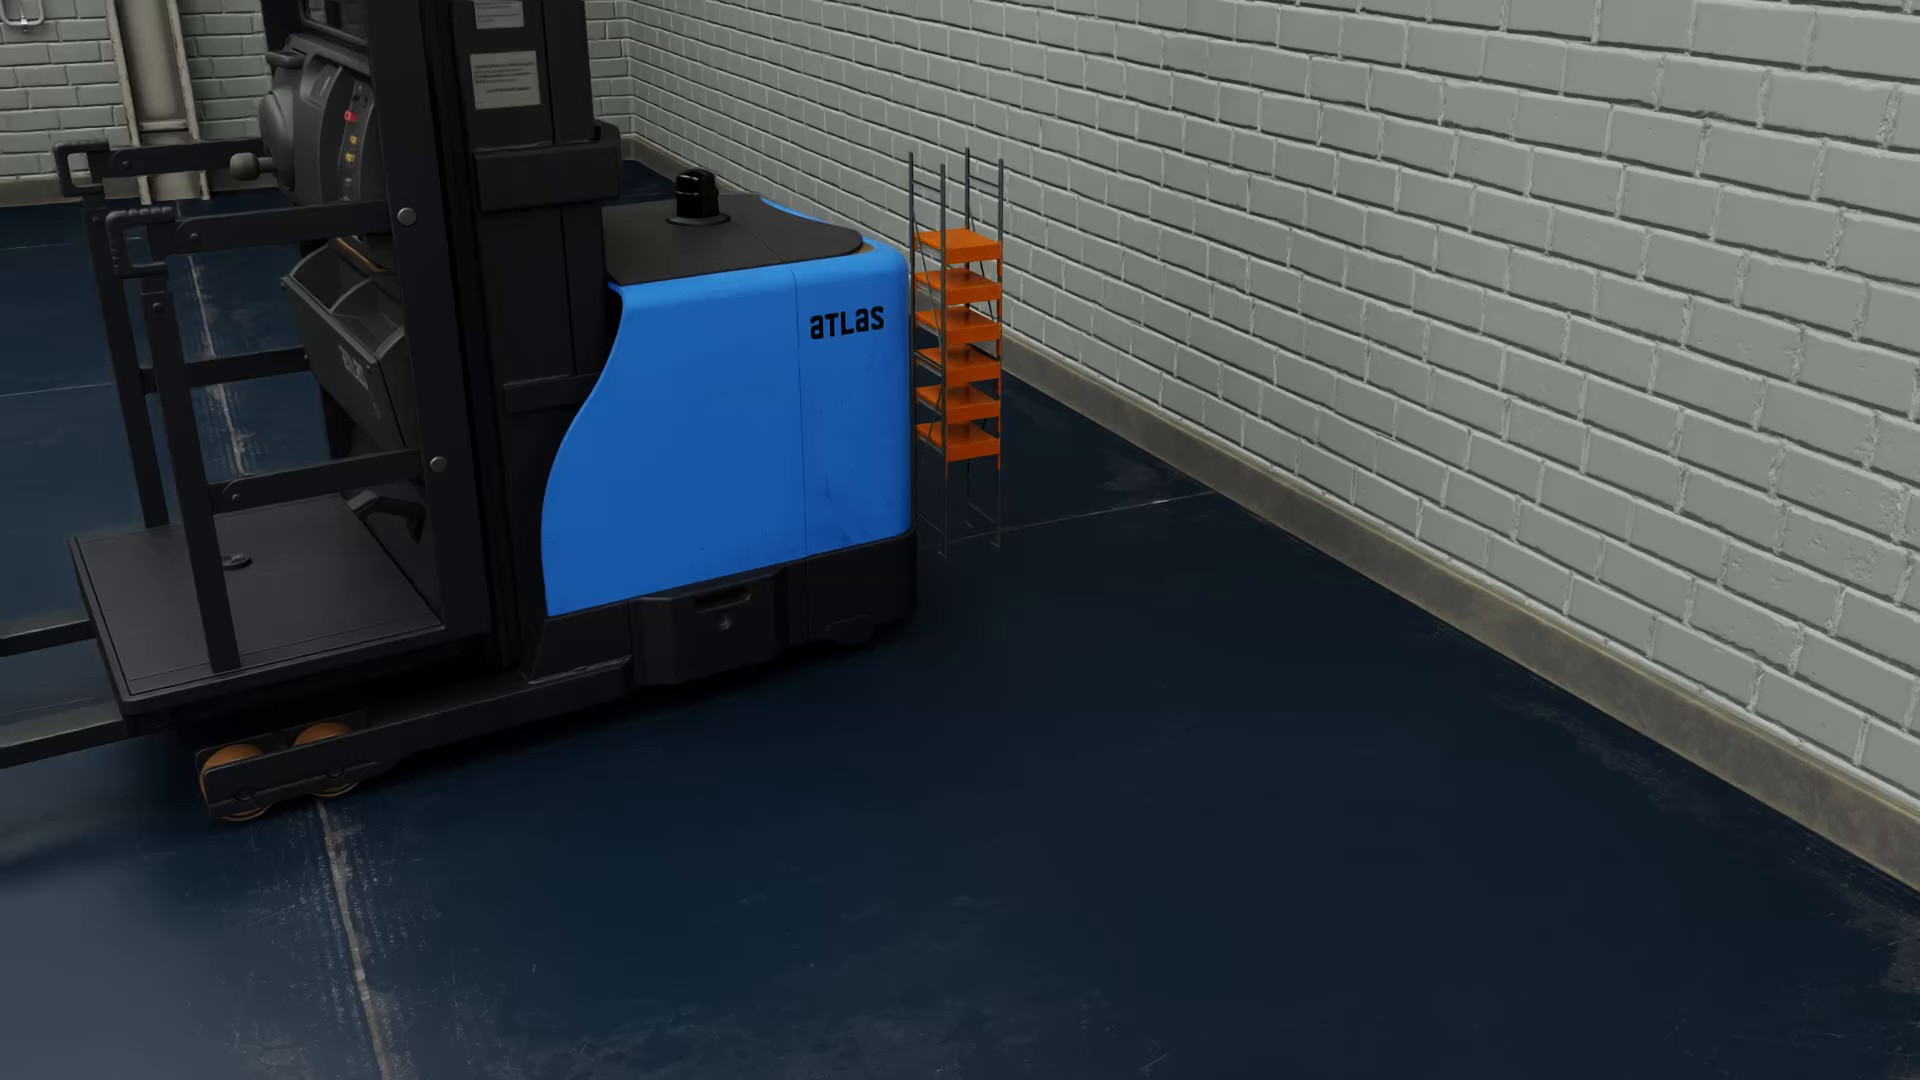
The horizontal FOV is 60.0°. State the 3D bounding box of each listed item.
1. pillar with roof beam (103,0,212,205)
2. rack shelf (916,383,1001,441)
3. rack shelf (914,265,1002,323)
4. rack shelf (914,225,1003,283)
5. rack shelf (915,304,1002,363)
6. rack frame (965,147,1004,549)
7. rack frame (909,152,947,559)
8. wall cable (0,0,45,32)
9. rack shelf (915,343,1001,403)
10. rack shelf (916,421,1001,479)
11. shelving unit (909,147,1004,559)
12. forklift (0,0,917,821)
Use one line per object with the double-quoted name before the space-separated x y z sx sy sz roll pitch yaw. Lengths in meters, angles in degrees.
"pillar with roof beam" -3.056 -4.823 5.135 0.400 9.000 9.100 -10 25 -24
"rack shelf" -0.013 -0.400 5.078 0.180 0.103 0.258 -10 25 -24
"rack shelf" -0.013 -0.733 4.940 0.180 0.103 0.258 -10 25 -24
"rack shelf" -0.013 -0.844 4.894 0.180 0.103 0.258 -10 25 -24
"rack shelf" -0.013 -0.622 4.986 0.180 0.103 0.258 -10 25 -24
"rack frame" 0.069 -0.567 5.051 0.006 1.200 0.240 -10 25 -24
"rack frame" -0.095 -0.537 4.978 0.006 1.200 0.240 -10 25 -24
"wall cable" -6.238 -3.796 9.171 1.851 1.984 0.084 -10 25 -24
"rack shelf" -0.013 -0.511 5.032 0.180 0.103 0.258 -10 25 -24
"rack shelf" -0.013 -0.289 5.124 0.180 0.103 0.258 -10 25 -24
"shelving unit" -0.013 -0.552 5.015 0.189 1.200 0.258 -10 25 -24
"forklift" -1.640 -0.955 3.726 3.031 2.935 1.130 -13 26 -29
